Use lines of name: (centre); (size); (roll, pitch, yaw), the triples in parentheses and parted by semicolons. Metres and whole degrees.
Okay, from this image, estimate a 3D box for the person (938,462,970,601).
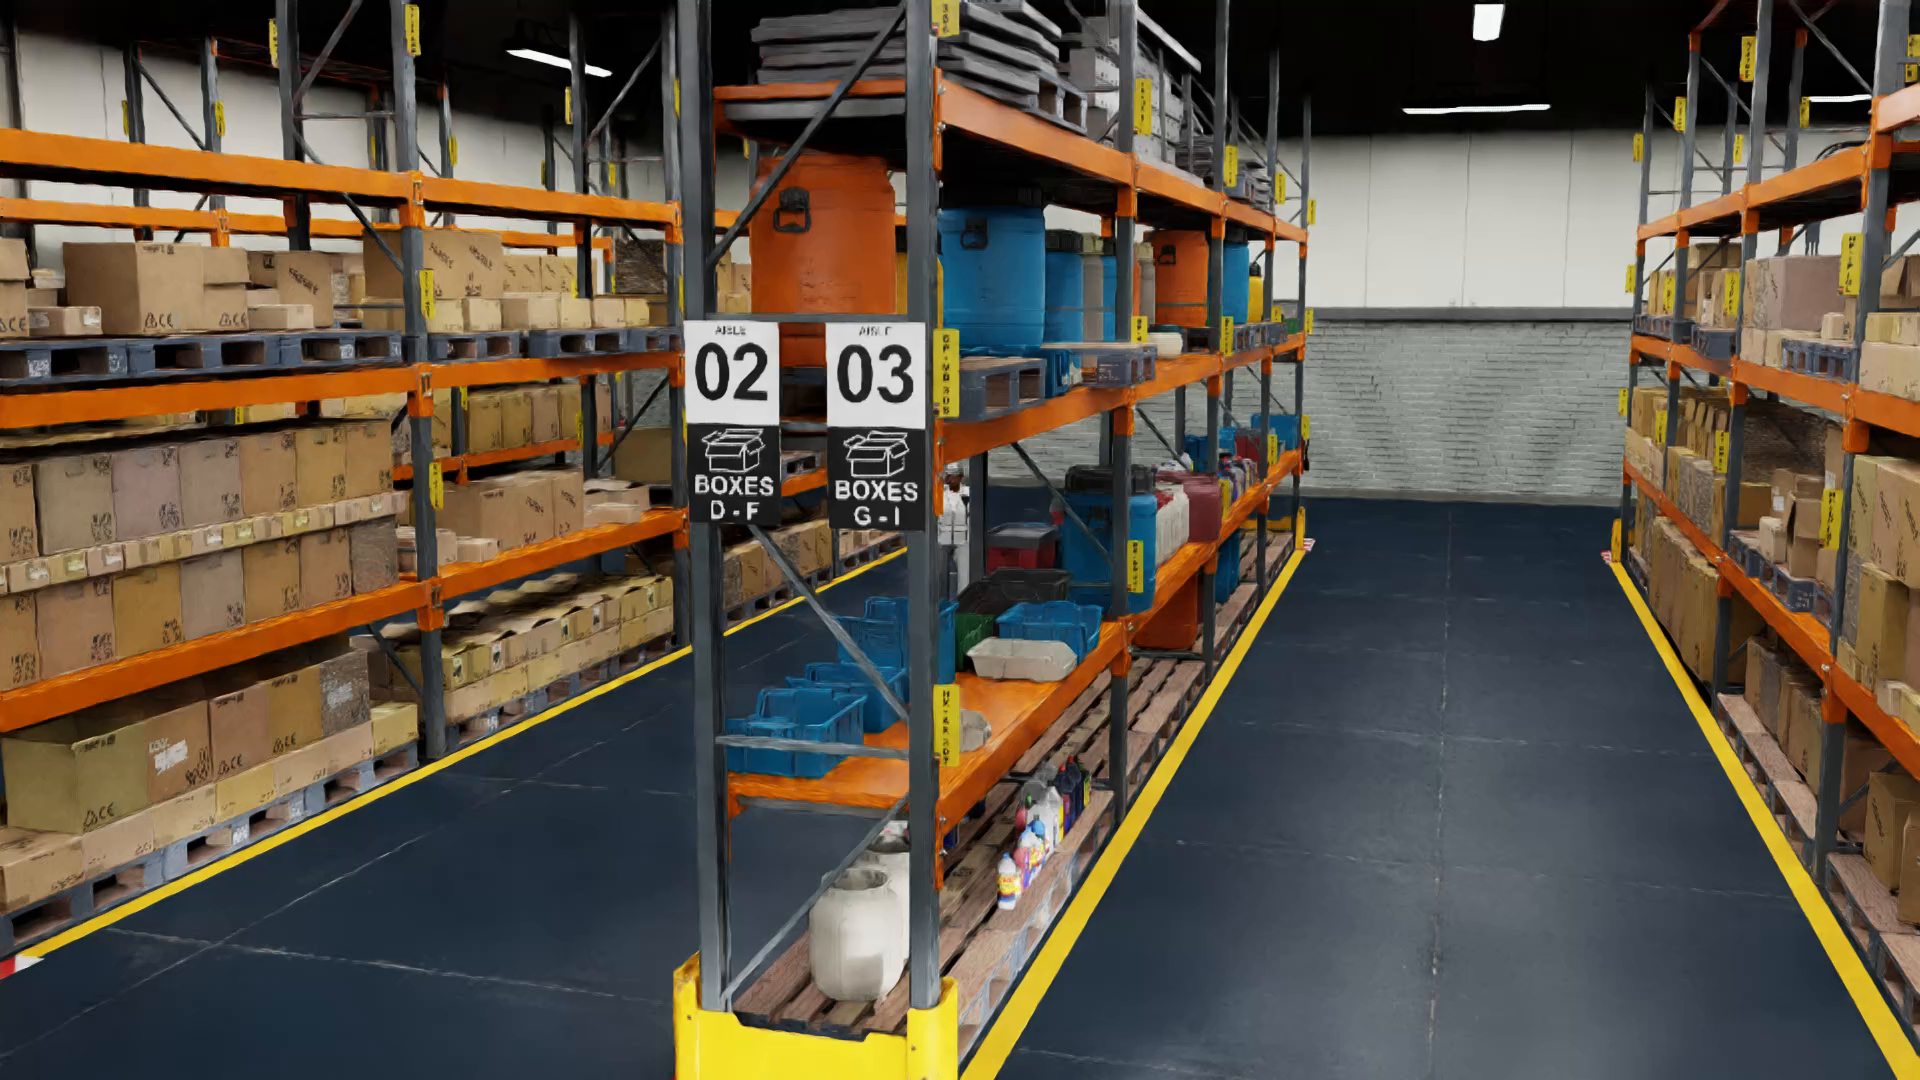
person: (-0.042, 0.035, 16.617); (0.655, 1.628, 0.909); (0, 8, 2)
